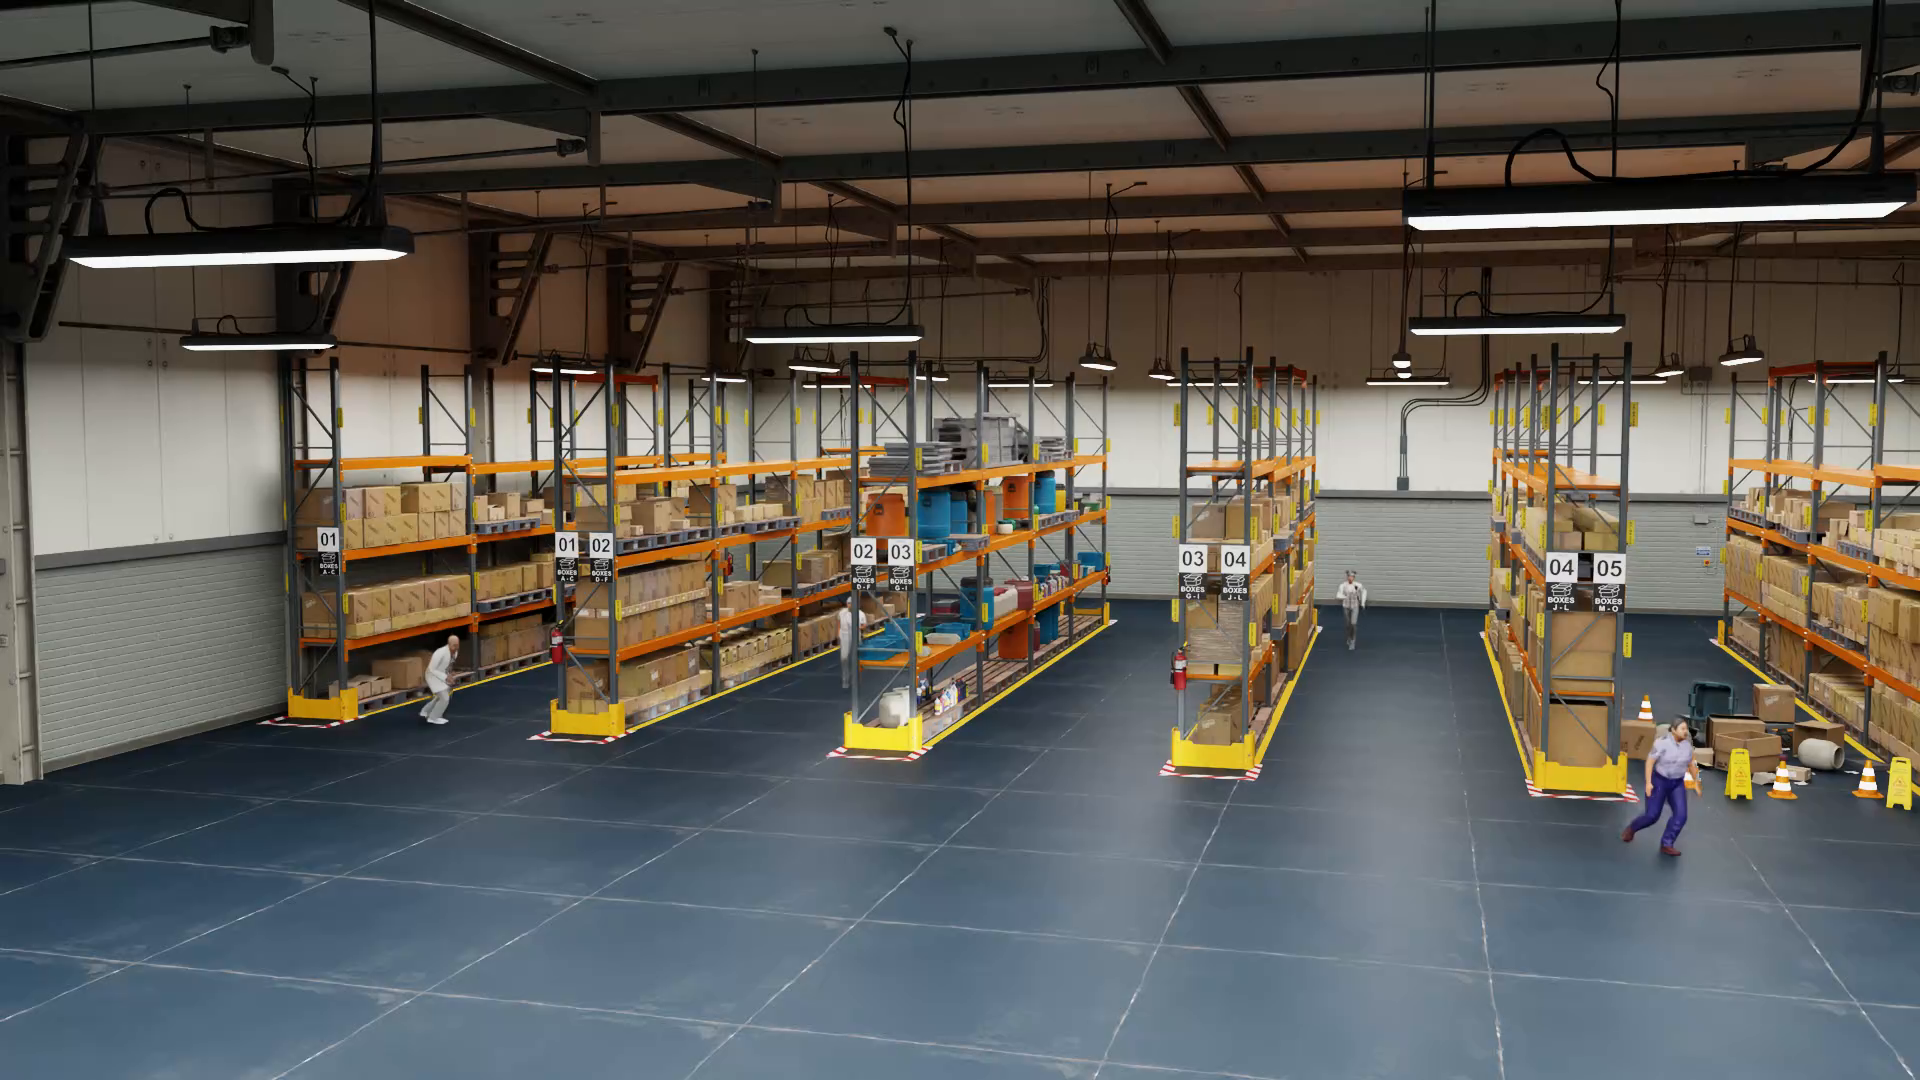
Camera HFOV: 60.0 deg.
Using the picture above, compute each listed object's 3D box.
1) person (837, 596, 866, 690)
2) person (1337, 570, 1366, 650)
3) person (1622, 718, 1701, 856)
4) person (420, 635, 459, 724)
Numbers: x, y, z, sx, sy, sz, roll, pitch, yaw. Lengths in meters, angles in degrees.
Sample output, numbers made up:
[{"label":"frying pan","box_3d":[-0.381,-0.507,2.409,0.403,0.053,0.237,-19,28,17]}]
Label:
[{"label":"person","box_3d":[-2.019,1.902,30.952,0.586,1.725,0.839,0,4,3]},{"label":"person","box_3d":[8.492,1.507,36.124,0.584,1.746,0.816,2,5,22]},{"label":"person","box_3d":[8.118,2.802,19.220,0.646,1.585,0.686,-1,4,-17]},{"label":"person","box_3d":[-8.495,2.269,27.090,0.947,1.502,0.734,1,4,15]}]
